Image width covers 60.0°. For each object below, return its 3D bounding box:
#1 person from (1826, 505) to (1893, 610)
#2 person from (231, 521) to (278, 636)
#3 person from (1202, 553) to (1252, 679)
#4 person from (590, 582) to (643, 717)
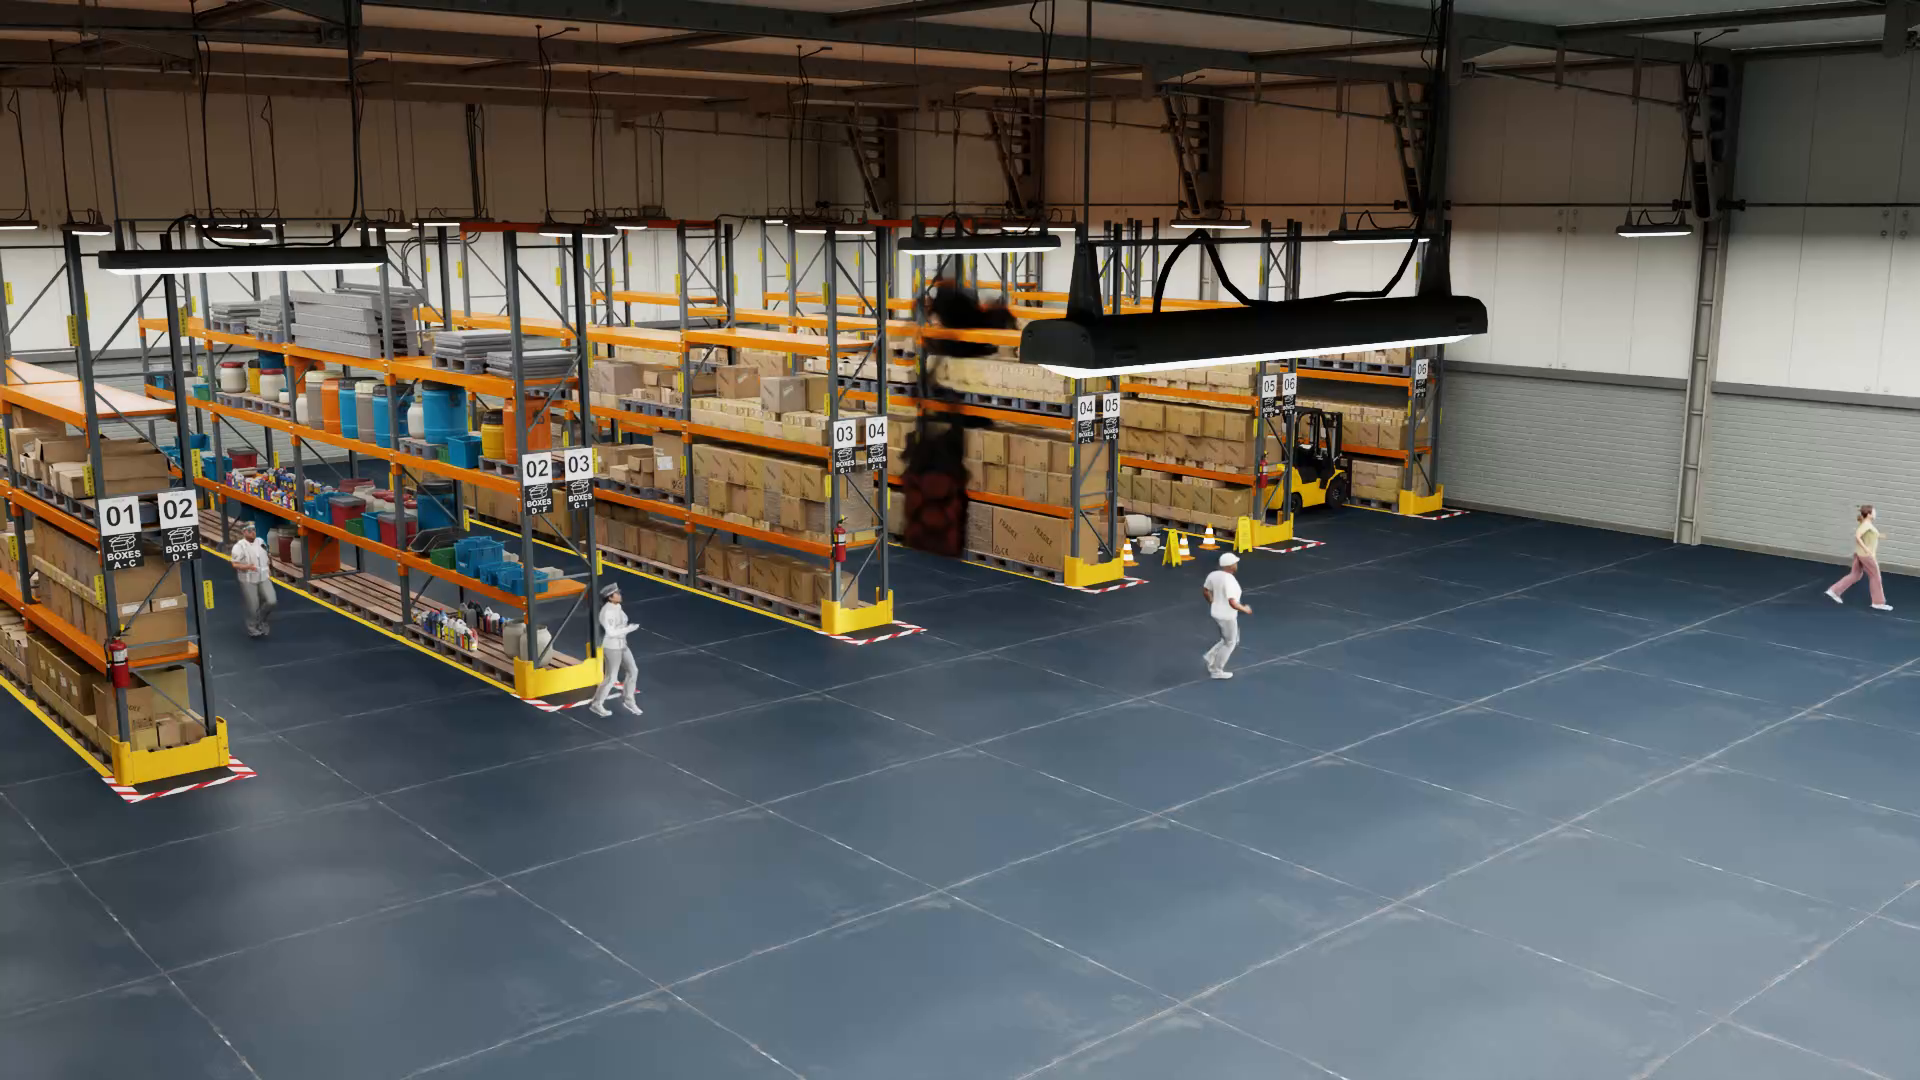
[{"bbox_3d":[14.261,0.259,26.228,0.966,1.658,0.573,2,12,10],"label":"person"},{"bbox_3d":[-10.381,0.582,24.565,0.645,1.760,0.640,9,15,39],"label":"person"},{"bbox_3d":[3.610,1.018,22.427,0.573,1.725,0.712,-3,12,-13],"label":"person"},{"bbox_3d":[-4.307,1.386,20.744,0.656,1.763,0.614,0,11,-1],"label":"person"}]
